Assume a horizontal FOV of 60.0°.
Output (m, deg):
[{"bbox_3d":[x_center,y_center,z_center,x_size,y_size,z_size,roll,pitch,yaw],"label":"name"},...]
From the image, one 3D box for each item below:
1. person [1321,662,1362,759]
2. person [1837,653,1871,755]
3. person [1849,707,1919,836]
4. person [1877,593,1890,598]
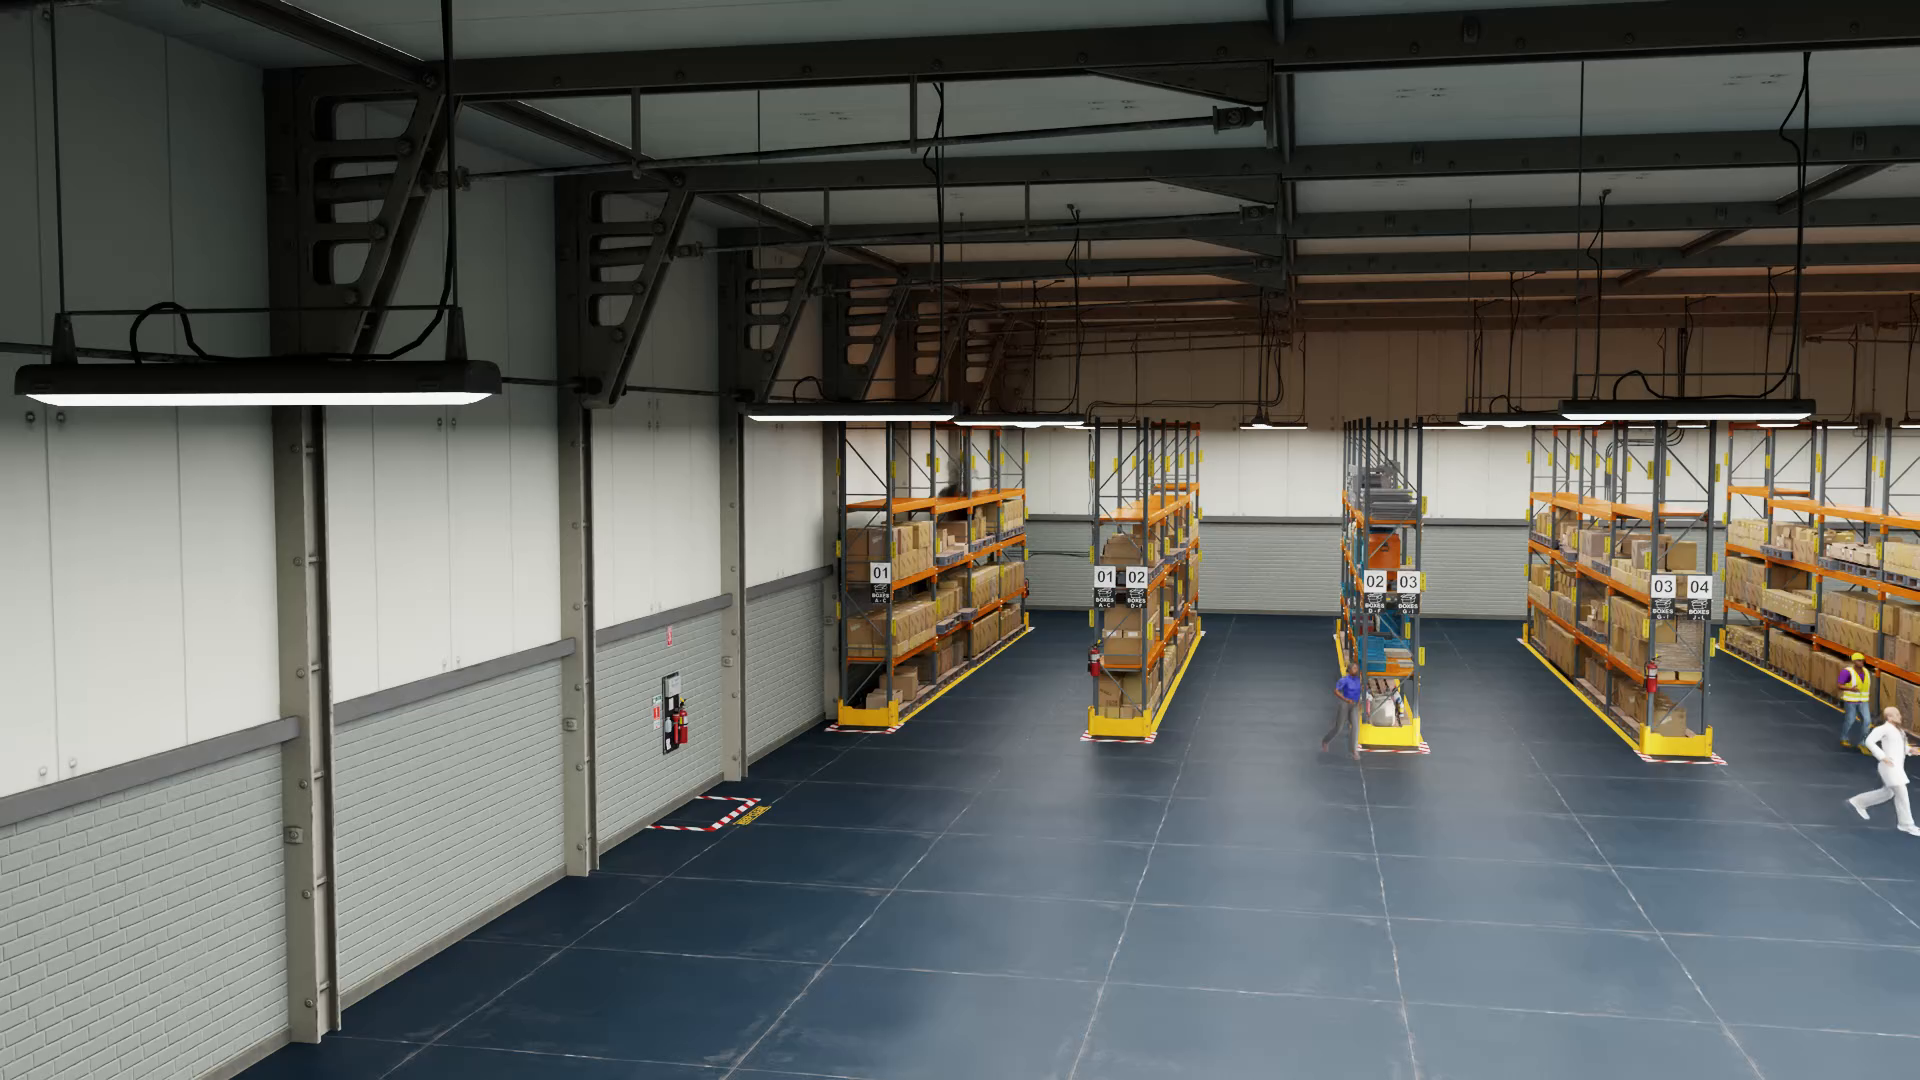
[{"bbox_3d":[6.887,2.991,29.410,0.662,1.632,0.922,-2,4,-25],"label":"person"},{"bbox_3d":[16.018,2.920,29.770,0.676,1.825,0.769,0,4,3],"label":"person"},{"bbox_3d":[13.334,3.284,23.876,1.034,1.788,0.710,3,5,43],"label":"person"},{"bbox_3d":[24.696,1.931,44.685,0.555,1.687,0.652,1,4,10],"label":"person"}]
